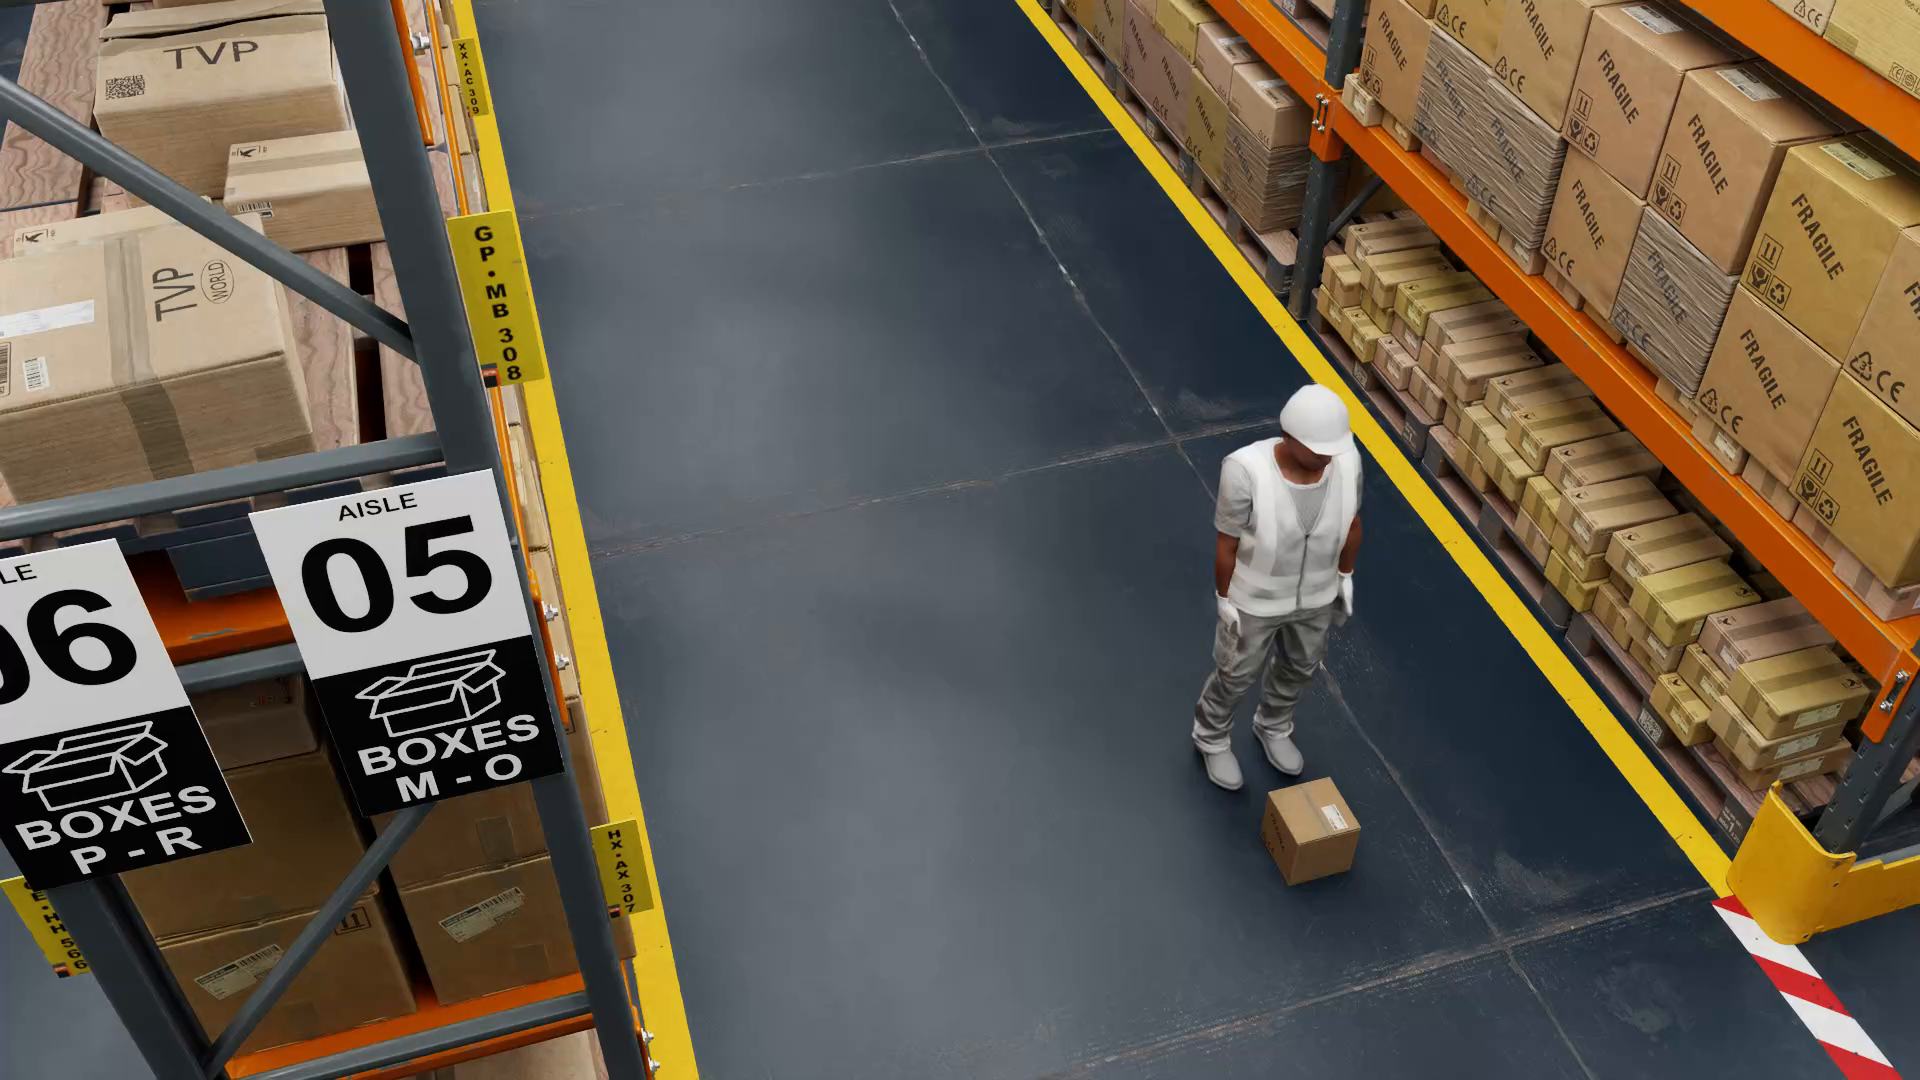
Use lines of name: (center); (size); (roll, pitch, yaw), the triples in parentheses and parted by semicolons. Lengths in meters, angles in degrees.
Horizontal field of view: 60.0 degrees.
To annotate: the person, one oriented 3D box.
person: (1.153, 0.173, 5.956); (0.548, 1.775, 0.359); (-11, 43, -12)
